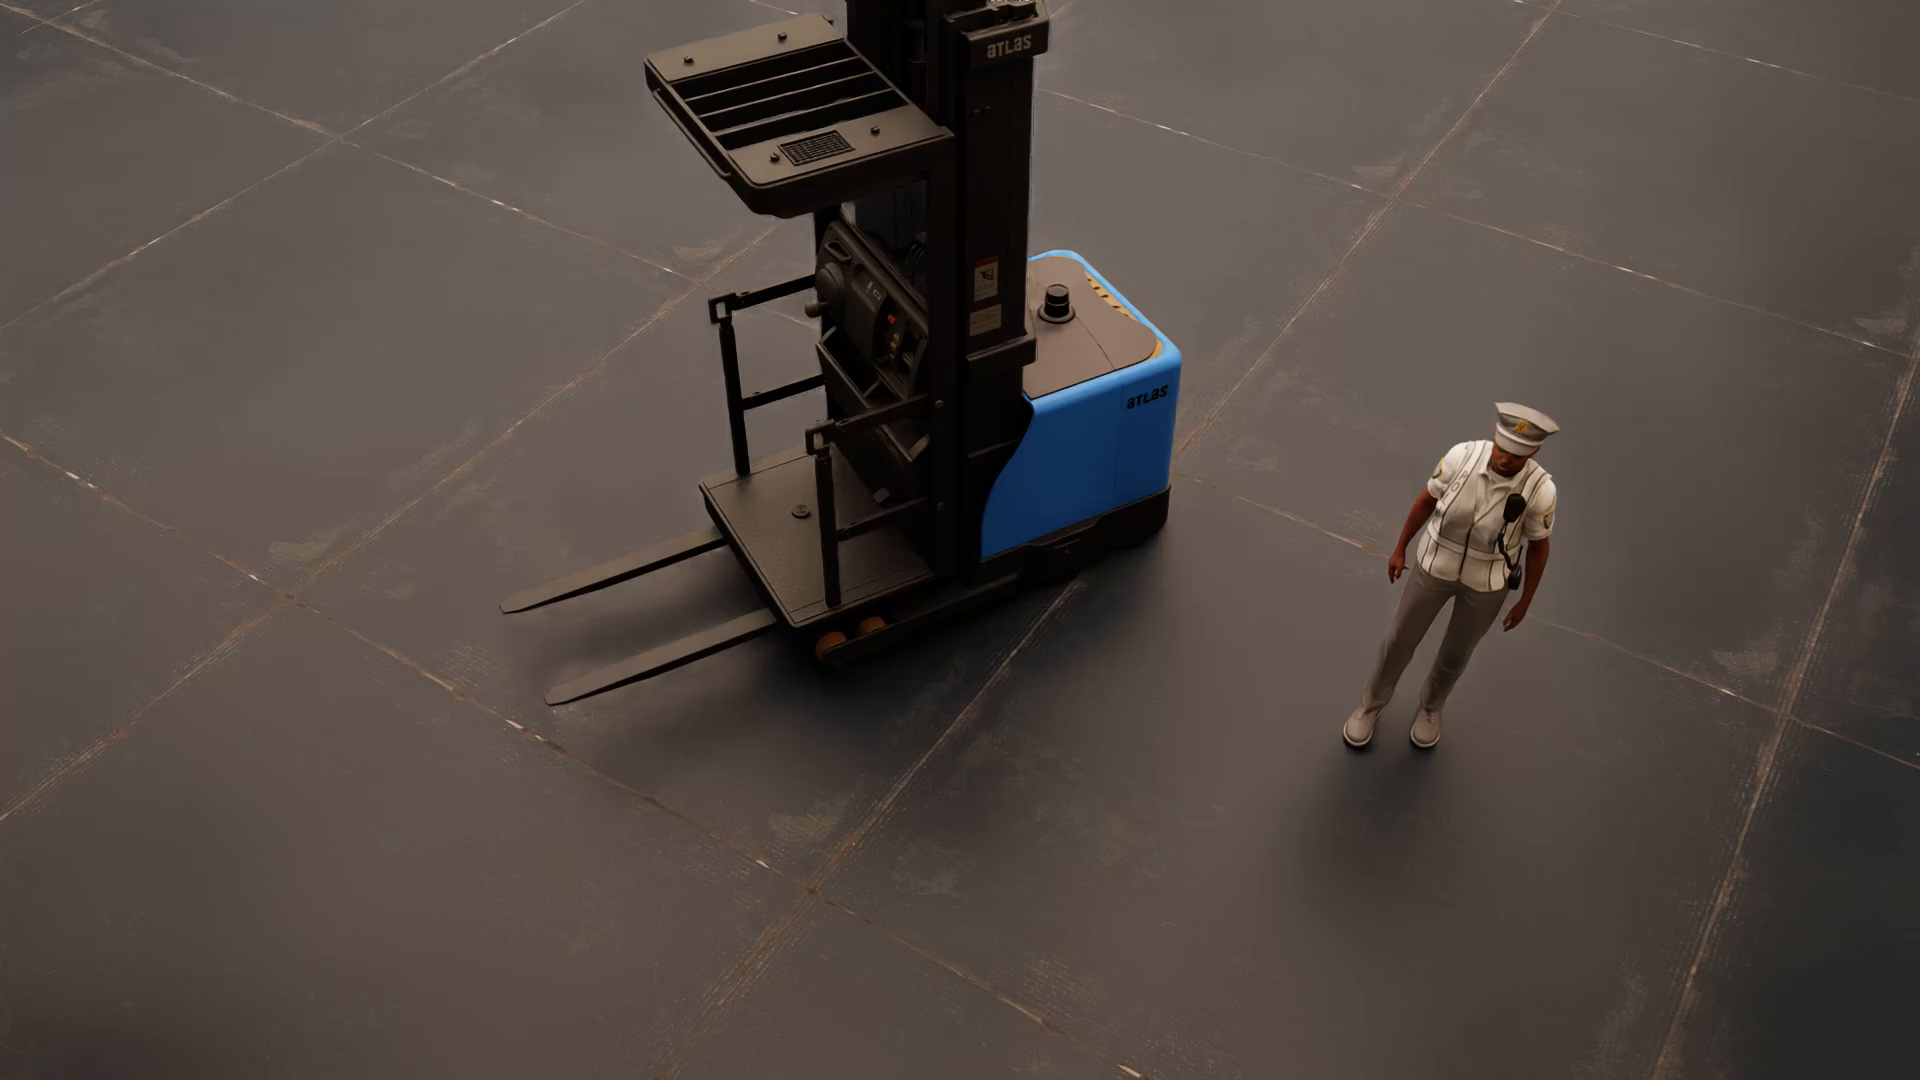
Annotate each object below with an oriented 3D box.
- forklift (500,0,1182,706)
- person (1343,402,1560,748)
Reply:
[{"bbox_3d":[-0.547,-0.911,6.810,3.031,2.935,1.130,-21,47,-20],"label":"forklift"},{"bbox_3d":[1.964,0.176,6.560,0.568,1.697,0.523,20,47,20],"label":"person"}]
